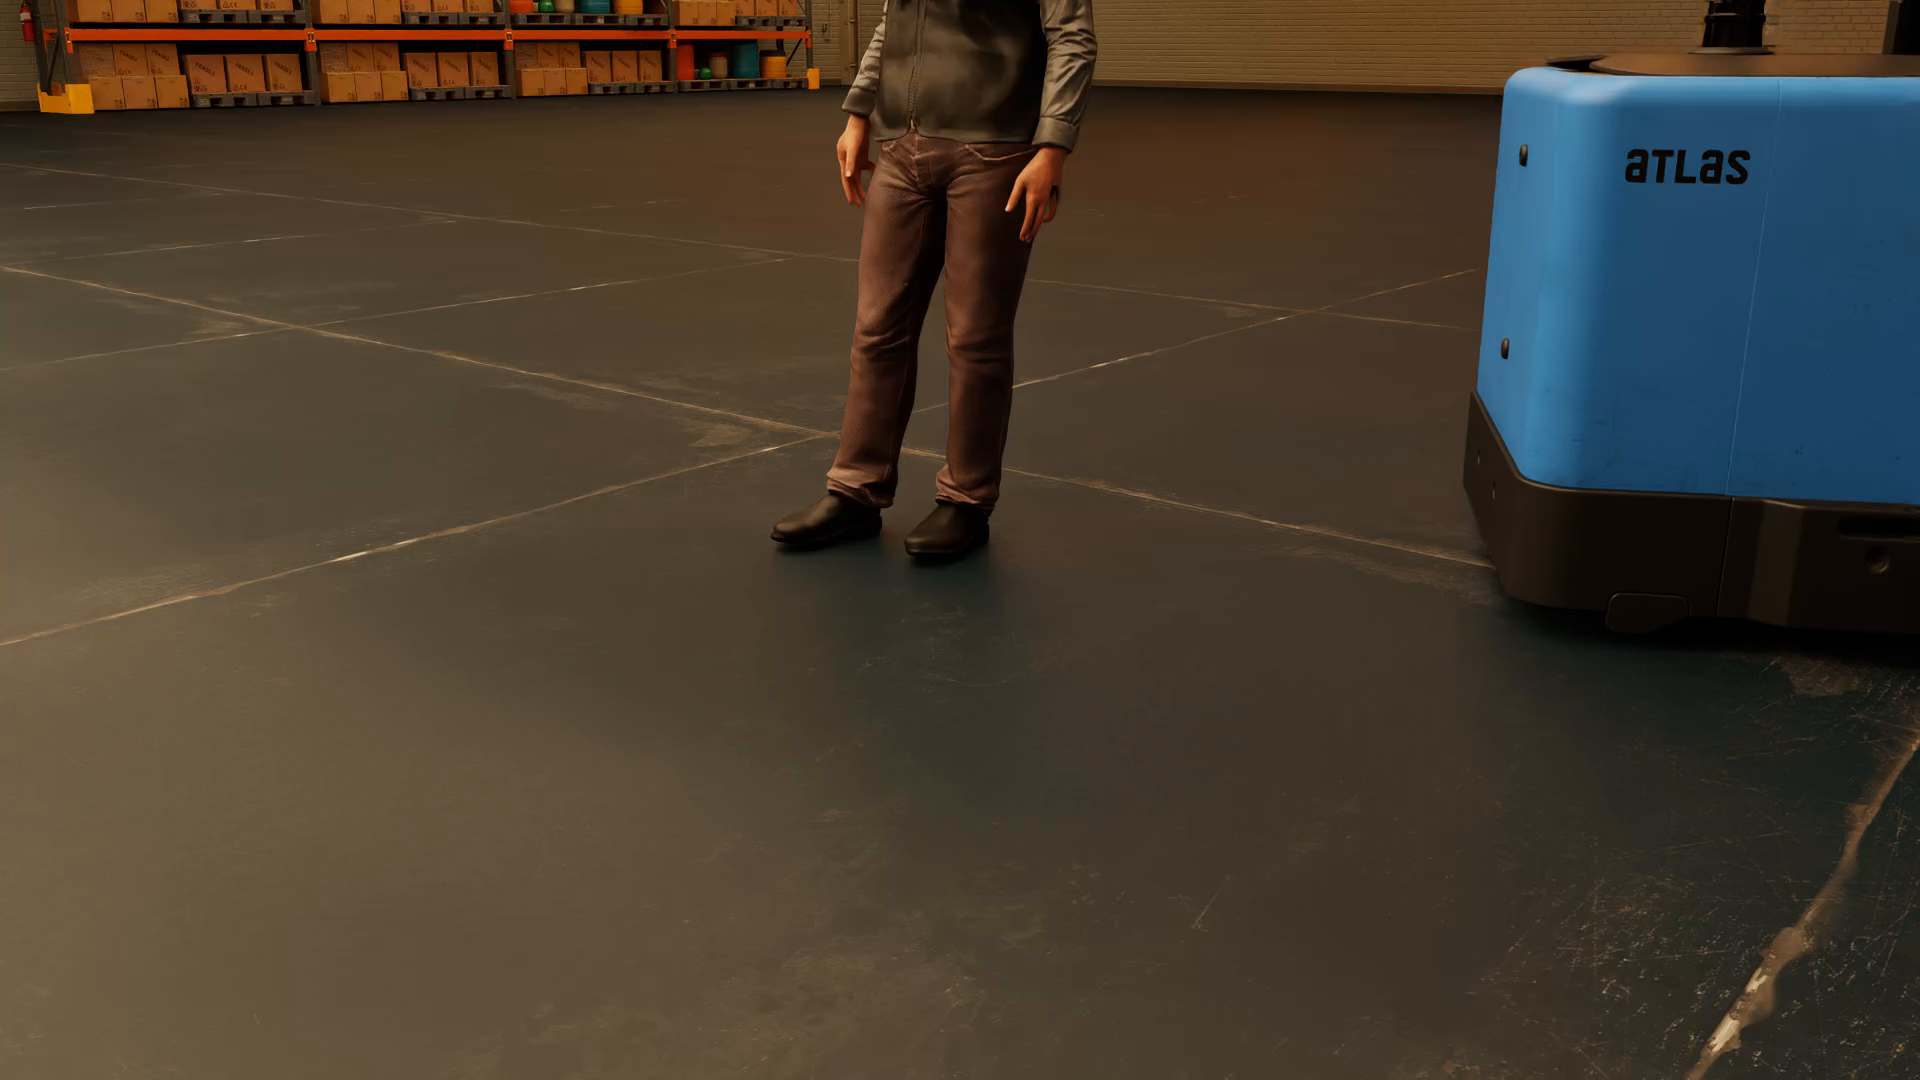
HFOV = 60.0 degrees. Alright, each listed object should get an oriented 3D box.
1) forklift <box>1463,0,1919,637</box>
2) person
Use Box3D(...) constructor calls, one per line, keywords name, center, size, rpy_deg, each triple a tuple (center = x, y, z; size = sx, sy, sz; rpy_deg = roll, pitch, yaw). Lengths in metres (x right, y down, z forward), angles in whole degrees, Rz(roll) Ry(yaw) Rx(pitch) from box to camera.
Box3D(name="forklift", center=(2.666, -1.271, 3.083), size=(3.031, 2.935, 1.130), rpy_deg=(3, 17, 10))
Box3D(name="person", center=(-0.045, -0.818, 3.648), size=(0.633, 1.721, 0.568), rpy_deg=(13, 21, 37))
